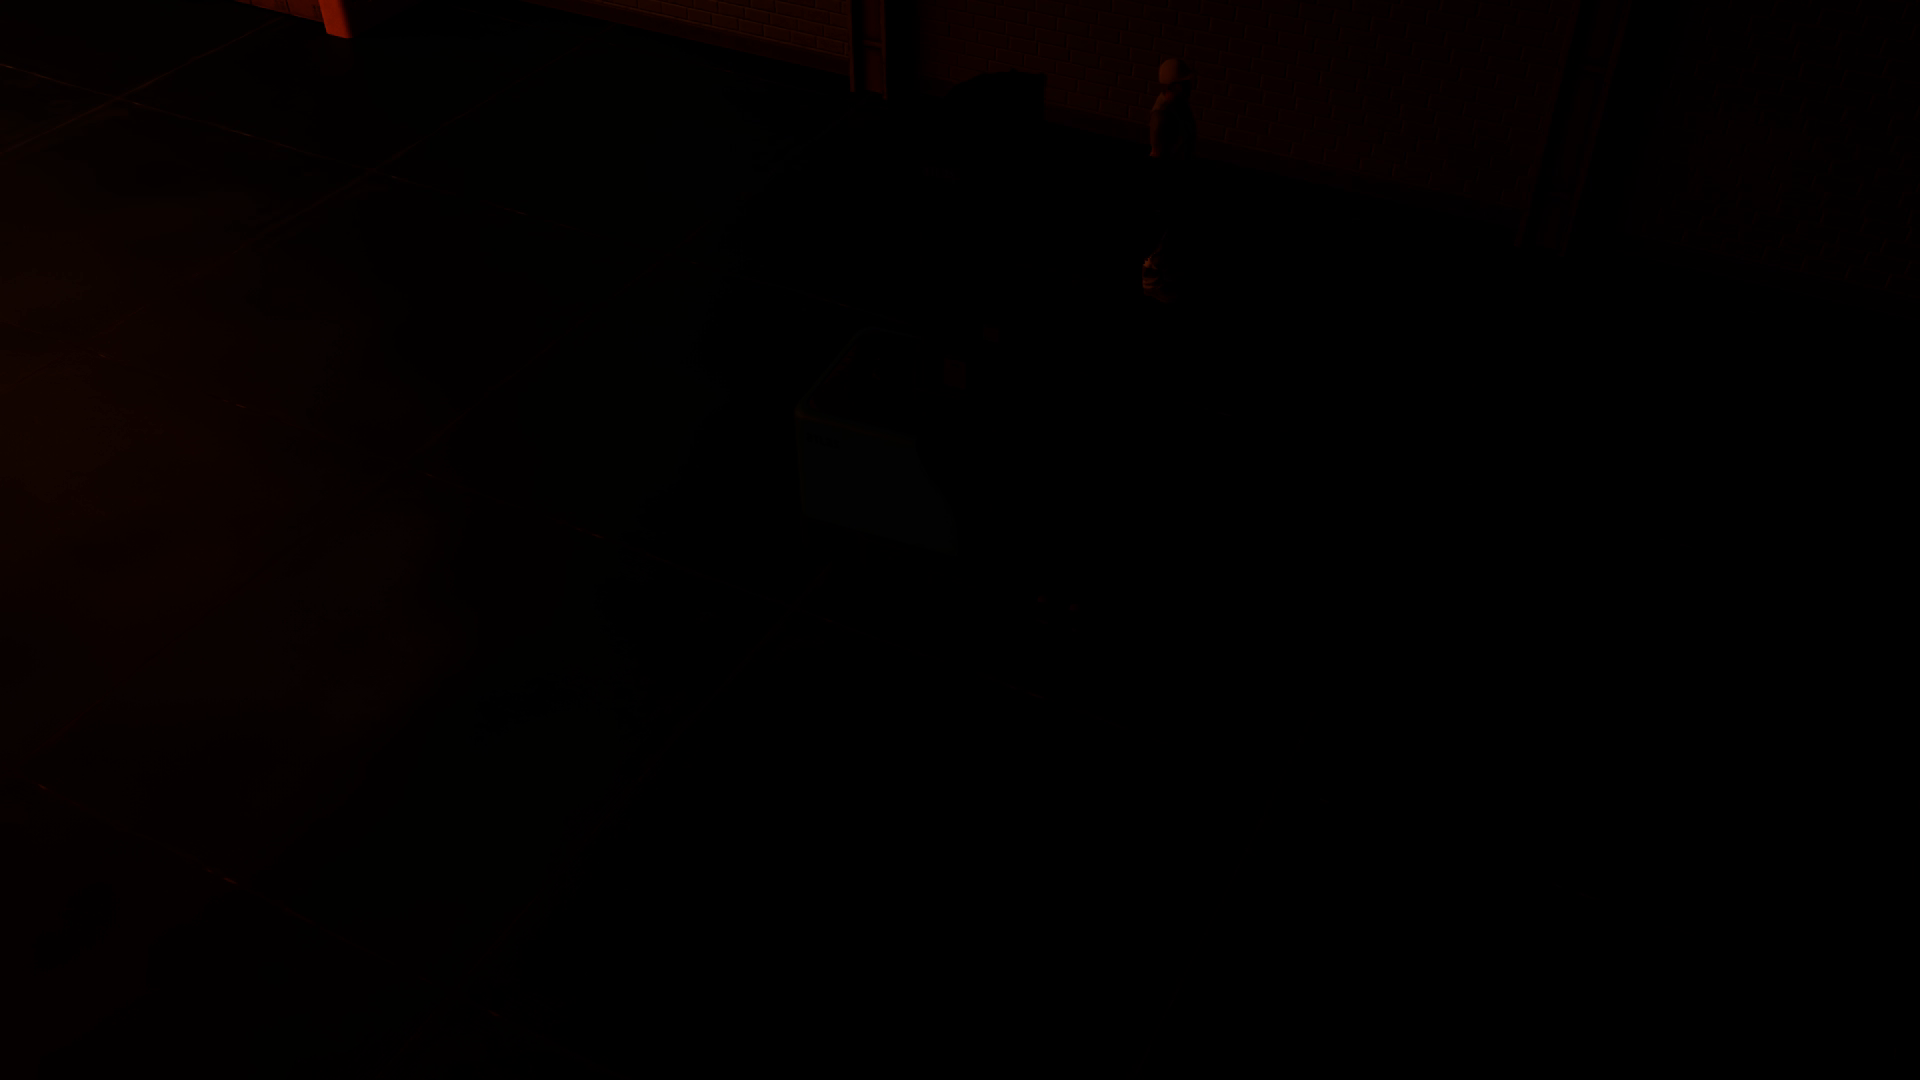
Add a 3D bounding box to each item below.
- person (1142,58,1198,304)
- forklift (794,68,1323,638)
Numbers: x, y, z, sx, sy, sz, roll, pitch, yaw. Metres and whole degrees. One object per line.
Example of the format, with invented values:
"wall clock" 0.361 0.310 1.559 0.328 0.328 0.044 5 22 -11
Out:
"person" 1.521 -2.603 11.963 0.368 1.795 0.525 11 41 13
"forklift" 0.599 -0.976 9.146 3.031 2.935 1.130 15 42 17
